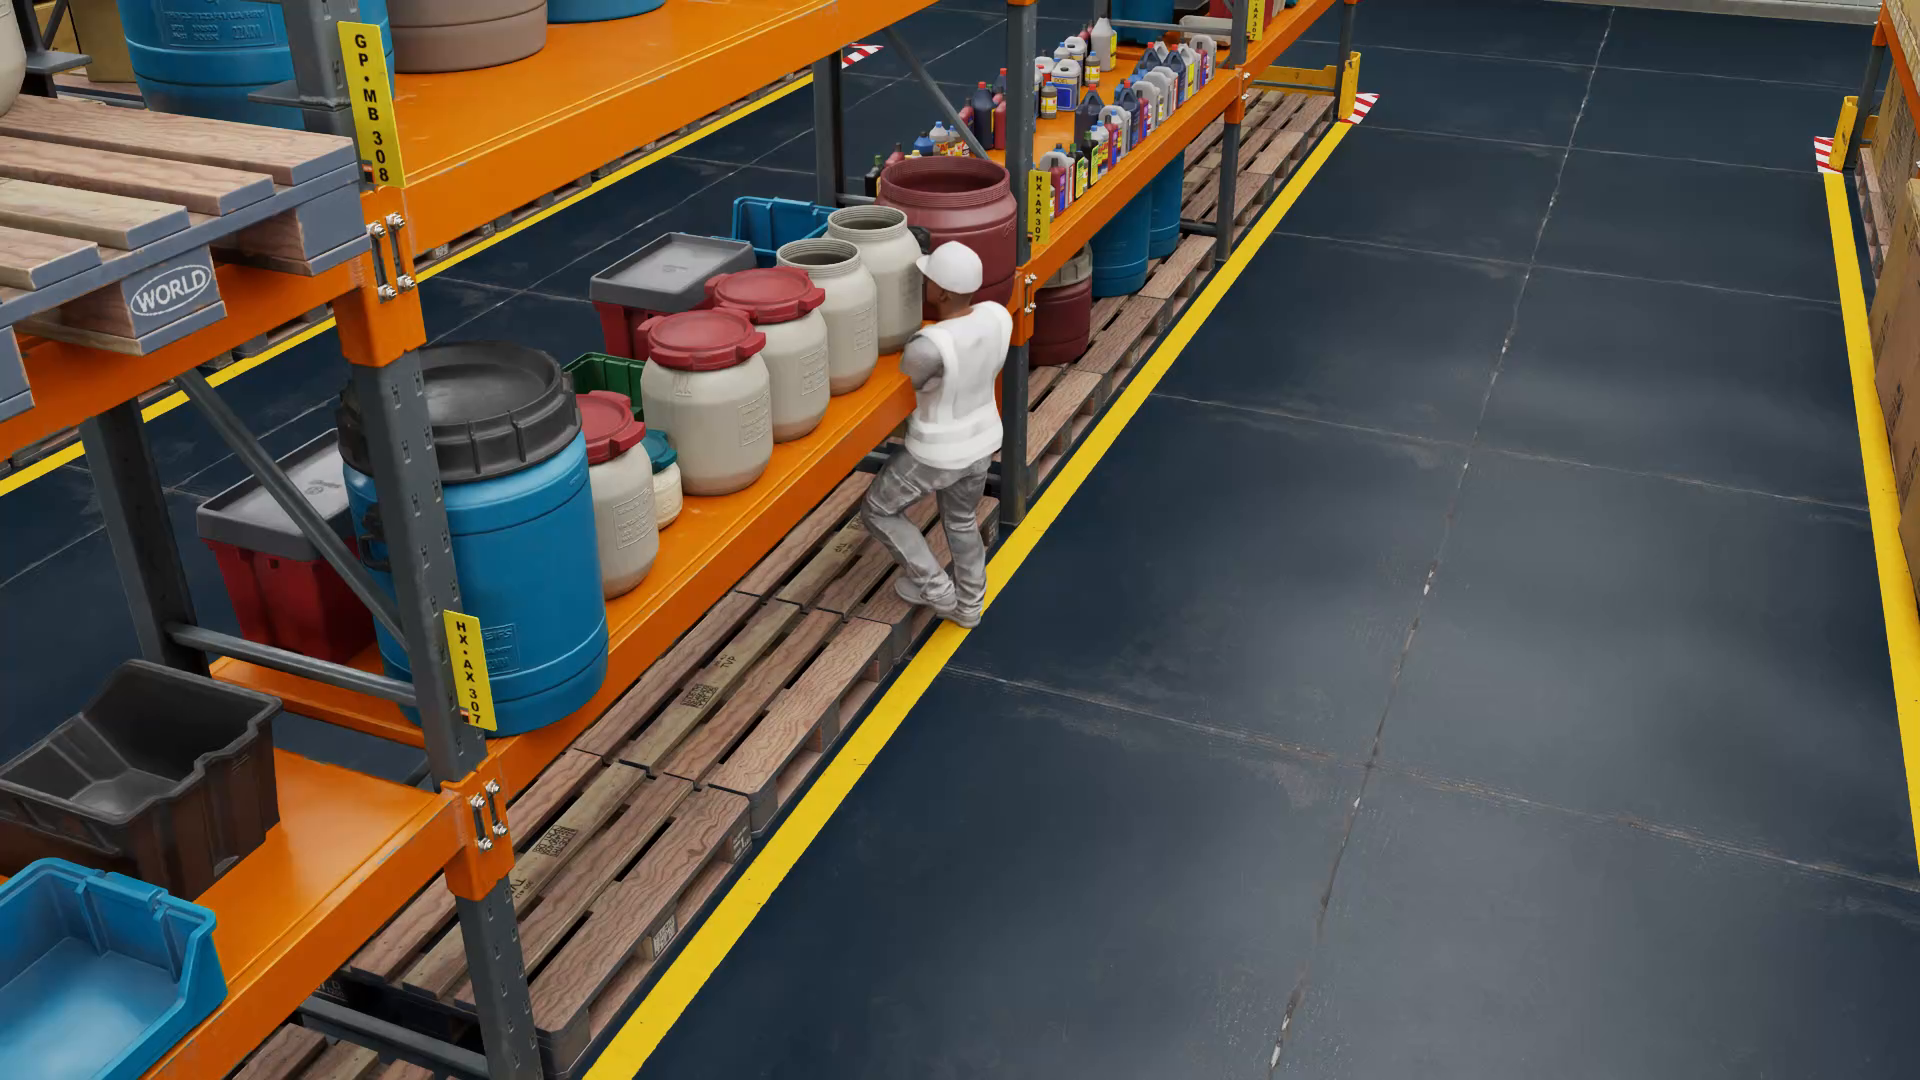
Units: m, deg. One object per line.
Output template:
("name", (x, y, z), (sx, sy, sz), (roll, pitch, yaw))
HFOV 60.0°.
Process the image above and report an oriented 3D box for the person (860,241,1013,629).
("person", (-0.131, -0.394, 6.810), (0.576, 1.780, 0.480), (23, 36, 34))
